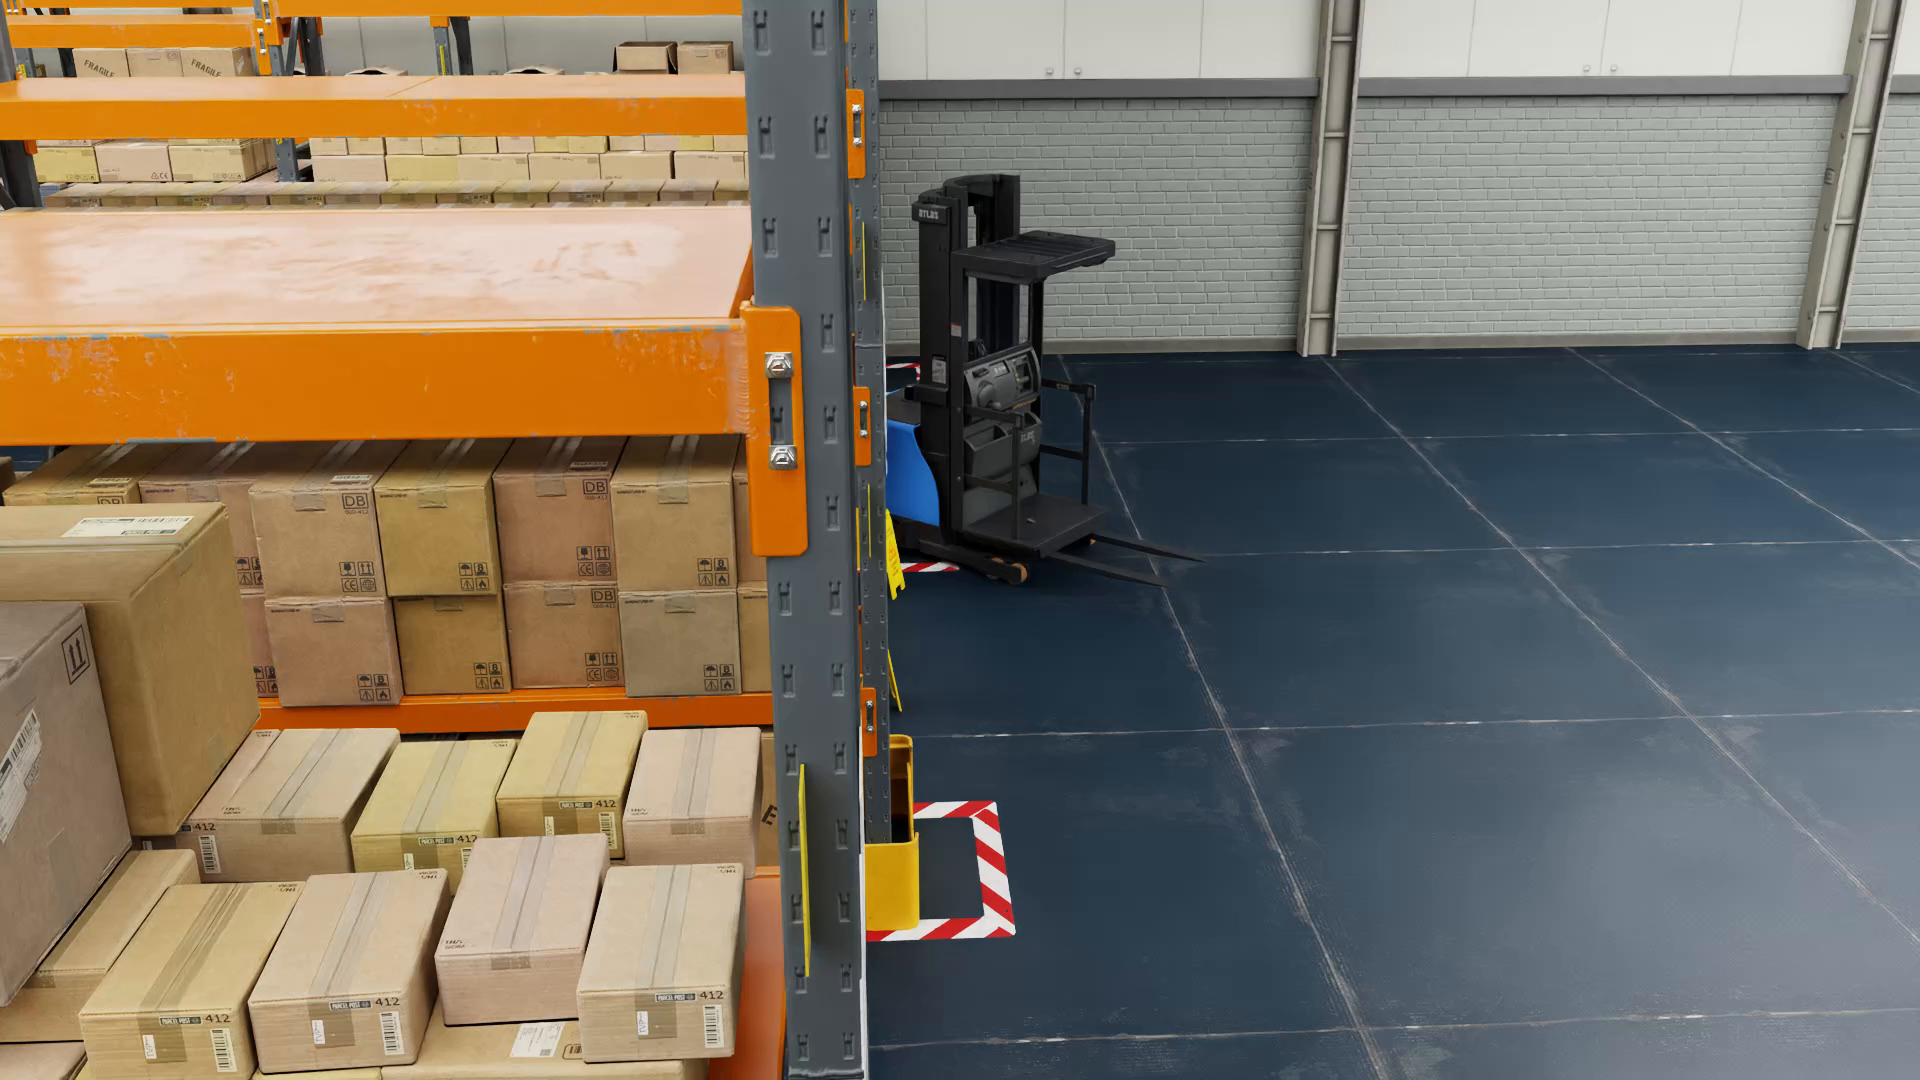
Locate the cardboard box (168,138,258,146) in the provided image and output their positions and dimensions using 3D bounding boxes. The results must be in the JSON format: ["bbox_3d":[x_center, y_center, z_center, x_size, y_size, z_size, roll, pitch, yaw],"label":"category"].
[{"bbox_3d":[-5.384,-3.010,12.013,0.500,0.250,0.500,-1,21,-2],"label":"cardboard box"}]

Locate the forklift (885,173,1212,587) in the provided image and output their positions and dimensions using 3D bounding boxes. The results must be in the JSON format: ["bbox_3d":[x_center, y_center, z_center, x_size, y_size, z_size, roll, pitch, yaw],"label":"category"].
[{"bbox_3d":[0.501,-1.238,12.753,3.031,2.935,1.130,15,25,34],"label":"forklift"}]

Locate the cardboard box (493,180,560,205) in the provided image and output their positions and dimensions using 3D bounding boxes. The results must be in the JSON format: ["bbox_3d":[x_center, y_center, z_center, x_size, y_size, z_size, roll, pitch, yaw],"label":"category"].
[{"bbox_3d":[-2.056,-1.611,7.922,0.250,0.149,0.380,-1,21,-4],"label":"cardboard box"}]

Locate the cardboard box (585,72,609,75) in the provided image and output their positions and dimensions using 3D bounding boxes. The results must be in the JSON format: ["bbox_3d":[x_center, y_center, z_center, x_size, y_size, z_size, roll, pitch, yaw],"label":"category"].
[{"bbox_3d":[-3.600,-4.573,16.658,0.258,0.266,0.396,-2,21,-4],"label":"cardboard box"}]

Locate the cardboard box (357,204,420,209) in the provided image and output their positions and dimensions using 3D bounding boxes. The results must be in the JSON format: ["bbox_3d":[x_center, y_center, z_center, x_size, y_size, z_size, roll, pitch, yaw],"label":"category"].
[{"bbox_3d":[-2.527,-1.366,7.280,0.250,0.149,0.380,-1,21,-3],"label":"cardboard box"}]

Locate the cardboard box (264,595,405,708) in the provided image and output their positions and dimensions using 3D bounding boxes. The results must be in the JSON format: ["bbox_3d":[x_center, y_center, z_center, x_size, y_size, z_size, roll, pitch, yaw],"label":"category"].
[{"bbox_3d":[-2.968,0.381,8.194,0.550,0.550,0.875,-1,21,-3],"label":"cardboard box"}]

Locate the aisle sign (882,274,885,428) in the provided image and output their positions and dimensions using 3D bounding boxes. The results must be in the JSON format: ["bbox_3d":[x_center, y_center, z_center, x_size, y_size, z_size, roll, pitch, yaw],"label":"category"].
[{"bbox_3d":[-0.382,-0.953,8.255,0.004,0.787,0.394,-1,21,-3],"label":"aisle sign"}]

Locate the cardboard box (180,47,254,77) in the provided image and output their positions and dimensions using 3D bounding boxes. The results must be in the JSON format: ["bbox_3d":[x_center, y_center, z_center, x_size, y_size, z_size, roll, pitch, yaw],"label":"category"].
[{"bbox_3d":[-7.340,-4.627,16.472,0.500,0.500,0.500,-1,21,-2],"label":"cardboard box"}]

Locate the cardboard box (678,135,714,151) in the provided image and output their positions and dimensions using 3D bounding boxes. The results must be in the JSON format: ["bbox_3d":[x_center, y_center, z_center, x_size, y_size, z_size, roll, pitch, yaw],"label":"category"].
[{"bbox_3d":[-1.909,-2.942,12.148,0.250,0.149,0.380,-1,21,-3],"label":"cardboard box"}]

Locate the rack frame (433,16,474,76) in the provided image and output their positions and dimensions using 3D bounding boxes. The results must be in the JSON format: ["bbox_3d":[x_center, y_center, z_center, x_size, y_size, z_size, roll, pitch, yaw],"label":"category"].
[{"bbox_3d":[-5.099,-5.872,16.397,0.127,3.000,1.000,-1,21,-3],"label":"rack frame"}]

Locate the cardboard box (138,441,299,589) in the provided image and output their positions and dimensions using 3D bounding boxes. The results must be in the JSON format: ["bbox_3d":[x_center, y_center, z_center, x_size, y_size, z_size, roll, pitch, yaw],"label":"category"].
[{"bbox_3d":[-3.516,-0.171,8.127,0.550,0.550,0.875,-1,21,-3],"label":"cardboard box"}]

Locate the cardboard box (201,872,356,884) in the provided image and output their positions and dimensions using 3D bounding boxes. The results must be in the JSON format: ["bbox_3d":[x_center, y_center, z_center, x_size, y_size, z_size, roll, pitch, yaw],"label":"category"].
[{"bbox_3d":[-1.263,0.733,3.475,0.500,0.250,0.500,-2,21,-4],"label":"cardboard box"}]

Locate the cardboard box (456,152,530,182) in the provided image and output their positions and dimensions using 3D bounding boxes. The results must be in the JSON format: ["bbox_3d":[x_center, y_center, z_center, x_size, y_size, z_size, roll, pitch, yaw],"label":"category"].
[{"bbox_3d":[-3.342,-2.707,12.092,0.500,0.250,0.500,-1,21,-3],"label":"cardboard box"}]

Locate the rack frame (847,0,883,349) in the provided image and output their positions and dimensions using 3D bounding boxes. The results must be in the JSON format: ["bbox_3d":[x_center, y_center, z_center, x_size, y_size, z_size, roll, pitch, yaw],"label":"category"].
[{"bbox_3d":[-0.435,-2.434,7.366,0.127,3.000,1.000,-1,21,-3],"label":"rack frame"}]

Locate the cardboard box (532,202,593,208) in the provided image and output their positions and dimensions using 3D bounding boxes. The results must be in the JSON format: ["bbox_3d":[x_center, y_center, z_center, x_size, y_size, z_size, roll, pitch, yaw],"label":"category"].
[{"bbox_3d":[-1.765,-1.382,7.322,0.250,0.149,0.380,-1,21,-3],"label":"cardboard box"}]

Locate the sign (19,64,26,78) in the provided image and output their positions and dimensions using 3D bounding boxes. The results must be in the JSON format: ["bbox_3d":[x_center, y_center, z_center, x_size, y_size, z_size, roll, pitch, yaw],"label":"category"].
[{"bbox_3d":[-9.064,-4.438,16.119,0.005,0.325,0.100,-1,21,-3],"label":"sign"}]

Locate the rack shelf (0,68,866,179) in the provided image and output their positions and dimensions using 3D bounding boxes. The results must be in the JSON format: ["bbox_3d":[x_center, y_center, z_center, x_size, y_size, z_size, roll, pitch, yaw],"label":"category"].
[{"bbox_3d":[-2.432,-1.870,7.458,4.000,0.370,1.077,-1,21,-3],"label":"rack shelf"}]

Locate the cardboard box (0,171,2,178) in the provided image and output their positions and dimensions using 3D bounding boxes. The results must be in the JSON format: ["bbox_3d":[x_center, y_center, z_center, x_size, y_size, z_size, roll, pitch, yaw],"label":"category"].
[{"bbox_3d":[-7.285,-2.715,12.176,0.637,0.503,0.797,-1,21,-3],"label":"cardboard box"}]

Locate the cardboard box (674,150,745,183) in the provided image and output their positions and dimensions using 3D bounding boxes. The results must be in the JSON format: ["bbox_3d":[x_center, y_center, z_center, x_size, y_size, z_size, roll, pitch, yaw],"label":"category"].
[{"bbox_3d":[-1.818,-2.746,12.195,0.500,0.250,0.500,-1,21,-4],"label":"cardboard box"}]

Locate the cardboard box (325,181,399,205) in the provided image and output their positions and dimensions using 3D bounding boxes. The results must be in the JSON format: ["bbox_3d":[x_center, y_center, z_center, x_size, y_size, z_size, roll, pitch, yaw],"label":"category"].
[{"bbox_3d":[-2.822,-1.595,7.880,0.250,0.149,0.380,-1,21,-4],"label":"cardboard box"}]

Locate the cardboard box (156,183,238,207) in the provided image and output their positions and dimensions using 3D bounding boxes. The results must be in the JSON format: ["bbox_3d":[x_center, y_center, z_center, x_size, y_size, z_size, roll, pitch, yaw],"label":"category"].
[{"bbox_3d":[-3.579,-1.579,7.840,0.250,0.149,0.380,-1,21,-3],"label":"cardboard box"}]

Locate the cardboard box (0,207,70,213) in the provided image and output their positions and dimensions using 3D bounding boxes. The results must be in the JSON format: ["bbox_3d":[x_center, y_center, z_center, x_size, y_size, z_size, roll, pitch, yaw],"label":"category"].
[{"bbox_3d":[-4.046,-1.335,7.199,0.250,0.149,0.380,-1,21,-3],"label":"cardboard box"}]

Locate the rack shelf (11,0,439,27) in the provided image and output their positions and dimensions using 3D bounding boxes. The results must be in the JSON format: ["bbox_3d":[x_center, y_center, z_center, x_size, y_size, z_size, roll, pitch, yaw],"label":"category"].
[{"bbox_3d":[-7.096,-5.308,16.489,4.000,0.370,1.077,-1,21,-3],"label":"rack shelf"}]

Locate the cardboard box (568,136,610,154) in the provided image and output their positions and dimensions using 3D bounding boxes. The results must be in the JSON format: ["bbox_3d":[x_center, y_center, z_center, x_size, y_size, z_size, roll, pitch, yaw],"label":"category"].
[{"bbox_3d":[-2.669,-2.889,12.009,0.250,0.149,0.380,-1,21,-2],"label":"cardboard box"}]

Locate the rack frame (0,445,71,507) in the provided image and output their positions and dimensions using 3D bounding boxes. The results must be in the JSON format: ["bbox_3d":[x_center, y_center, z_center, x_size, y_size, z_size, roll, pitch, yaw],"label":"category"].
[{"bbox_3d":[-4.429,0.451,8.220,0.127,3.000,1.000,-1,21,-3],"label":"rack frame"}]

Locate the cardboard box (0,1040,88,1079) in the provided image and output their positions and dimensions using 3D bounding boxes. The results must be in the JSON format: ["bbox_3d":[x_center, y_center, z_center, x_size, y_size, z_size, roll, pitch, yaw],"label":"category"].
[{"bbox_3d":[-1.730,0.921,2.982,0.500,0.250,0.500,-1,21,-2],"label":"cardboard box"}]

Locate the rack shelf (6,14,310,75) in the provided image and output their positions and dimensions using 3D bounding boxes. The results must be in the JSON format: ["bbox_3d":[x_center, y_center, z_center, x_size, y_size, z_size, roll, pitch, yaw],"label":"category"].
[{"bbox_3d":[-6.809,-3.545,11.858,4.000,0.370,1.077,-1,21,-3],"label":"rack shelf"}]

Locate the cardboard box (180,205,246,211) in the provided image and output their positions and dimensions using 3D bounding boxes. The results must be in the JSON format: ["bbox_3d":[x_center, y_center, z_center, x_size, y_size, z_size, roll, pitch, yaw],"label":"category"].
[{"bbox_3d":[-3.285,-1.351,7.241,0.250,0.149,0.380,-1,21,-4],"label":"cardboard box"}]

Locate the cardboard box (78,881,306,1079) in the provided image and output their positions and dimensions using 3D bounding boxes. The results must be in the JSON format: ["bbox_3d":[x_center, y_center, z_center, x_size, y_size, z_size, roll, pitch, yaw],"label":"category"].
[{"bbox_3d":[-1.295,0.754,2.859,0.250,0.149,0.380,-1,21,-3],"label":"cardboard box"}]

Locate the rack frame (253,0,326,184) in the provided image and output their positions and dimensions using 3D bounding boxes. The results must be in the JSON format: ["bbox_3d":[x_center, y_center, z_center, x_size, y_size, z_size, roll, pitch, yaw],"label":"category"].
[{"bbox_3d":[-4.812,-4.109,11.766,0.127,3.000,1.000,-1,21,-3],"label":"rack frame"}]

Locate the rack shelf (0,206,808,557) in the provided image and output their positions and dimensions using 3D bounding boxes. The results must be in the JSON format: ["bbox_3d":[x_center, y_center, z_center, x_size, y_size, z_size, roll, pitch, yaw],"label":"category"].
[{"bbox_3d":[-2.250,-0.291,2.755,4.000,0.370,1.077,-1,21,-3],"label":"rack shelf"}]

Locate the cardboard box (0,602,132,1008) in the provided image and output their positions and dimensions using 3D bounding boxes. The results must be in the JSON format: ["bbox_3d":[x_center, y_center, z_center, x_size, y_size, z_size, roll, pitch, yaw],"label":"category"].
[{"bbox_3d":[-1.786,0.434,2.788,0.500,0.500,0.500,-1,21,-3],"label":"cardboard box"}]

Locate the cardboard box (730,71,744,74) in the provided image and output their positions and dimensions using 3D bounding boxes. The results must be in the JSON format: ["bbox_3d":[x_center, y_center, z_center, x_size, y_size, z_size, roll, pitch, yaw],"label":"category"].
[{"bbox_3d":[-2.169,-4.602,16.734,0.258,0.266,0.396,-1,21,-3],"label":"cardboard box"}]

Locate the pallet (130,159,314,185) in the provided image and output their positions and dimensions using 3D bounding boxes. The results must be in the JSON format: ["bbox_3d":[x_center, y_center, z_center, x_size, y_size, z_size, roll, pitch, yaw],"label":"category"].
[{"bbox_3d":[-5.435,-2.644,12.399,1.003,0.211,1.213,-1,21,-3],"label":"pallet"}]

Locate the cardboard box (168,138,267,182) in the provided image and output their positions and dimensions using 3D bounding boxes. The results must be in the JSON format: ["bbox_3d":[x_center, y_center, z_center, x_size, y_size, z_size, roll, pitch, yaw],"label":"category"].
[{"bbox_3d":[-5.387,-2.770,12.085,0.500,0.250,0.500,-2,21,-4],"label":"cardboard box"}]

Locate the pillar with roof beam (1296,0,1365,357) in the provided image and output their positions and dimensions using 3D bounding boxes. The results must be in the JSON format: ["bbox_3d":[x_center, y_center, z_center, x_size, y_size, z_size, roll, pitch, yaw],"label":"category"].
[{"bbox_3d":[4.383,-4.852,13.717,0.400,9.000,9.100,-1,21,-3],"label":"pillar with roof beam"}]

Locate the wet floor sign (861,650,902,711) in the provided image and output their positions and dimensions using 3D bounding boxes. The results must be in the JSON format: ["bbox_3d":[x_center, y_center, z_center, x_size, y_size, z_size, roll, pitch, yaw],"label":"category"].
[{"bbox_3d":[-0.520,0.766,10.701,0.232,0.644,0.267,-5,21,-12],"label":"wet floor sign"}]

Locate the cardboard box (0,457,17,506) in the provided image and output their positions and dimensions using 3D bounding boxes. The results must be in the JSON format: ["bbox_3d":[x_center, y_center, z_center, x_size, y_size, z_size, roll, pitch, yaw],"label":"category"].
[{"bbox_3d":[-4.924,-0.051,7.992,0.500,0.500,0.700,-2,21,-4],"label":"cardboard box"}]

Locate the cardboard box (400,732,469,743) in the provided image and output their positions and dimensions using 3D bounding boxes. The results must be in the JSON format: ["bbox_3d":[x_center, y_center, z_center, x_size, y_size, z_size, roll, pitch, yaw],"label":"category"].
[{"bbox_3d":[-2.897,1.240,8.543,0.875,0.875,0.875,-1,21,-3],"label":"cardboard box"}]

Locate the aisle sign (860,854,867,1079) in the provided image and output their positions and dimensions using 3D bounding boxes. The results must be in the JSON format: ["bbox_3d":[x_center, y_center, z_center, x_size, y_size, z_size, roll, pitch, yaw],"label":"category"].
[{"bbox_3d":[-0.174,1.024,3.061,0.004,0.787,0.394,-1,21,-3],"label":"aisle sign"}]

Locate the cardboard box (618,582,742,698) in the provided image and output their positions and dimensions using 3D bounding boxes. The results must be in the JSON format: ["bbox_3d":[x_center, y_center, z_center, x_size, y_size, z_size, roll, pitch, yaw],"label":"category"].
[{"bbox_3d":[-1.351,0.342,8.295,0.550,0.550,0.875,-1,21,-3],"label":"cardboard box"}]

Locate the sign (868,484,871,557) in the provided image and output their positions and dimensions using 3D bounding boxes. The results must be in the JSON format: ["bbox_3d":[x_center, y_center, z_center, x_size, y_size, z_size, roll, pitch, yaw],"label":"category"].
[{"bbox_3d":[-0.418,-0.089,7.678,0.005,0.325,0.100,-1,21,-3],"label":"sign"}]

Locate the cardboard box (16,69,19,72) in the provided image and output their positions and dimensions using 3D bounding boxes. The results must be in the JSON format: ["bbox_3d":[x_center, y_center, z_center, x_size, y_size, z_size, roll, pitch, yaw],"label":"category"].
[{"bbox_3d":[-9.419,-4.532,16.326,0.250,0.149,0.380,0,21,-1],"label":"cardboard box"}]

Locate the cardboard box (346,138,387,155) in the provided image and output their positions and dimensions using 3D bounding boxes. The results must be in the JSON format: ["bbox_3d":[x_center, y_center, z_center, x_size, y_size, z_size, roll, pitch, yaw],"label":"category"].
[{"bbox_3d":[-4.221,-2.868,11.956,0.250,0.149,0.380,-1,21,-1],"label":"cardboard box"}]

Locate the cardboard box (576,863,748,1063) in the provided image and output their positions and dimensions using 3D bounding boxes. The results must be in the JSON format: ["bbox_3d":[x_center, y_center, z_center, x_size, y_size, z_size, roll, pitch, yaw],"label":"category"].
[{"bbox_3d":[-0.513,0.732,2.916,0.250,0.149,0.380,-1,21,-3],"label":"cardboard box"}]

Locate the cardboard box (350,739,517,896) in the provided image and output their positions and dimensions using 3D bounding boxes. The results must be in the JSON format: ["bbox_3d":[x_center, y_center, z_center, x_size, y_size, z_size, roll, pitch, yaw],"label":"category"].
[{"bbox_3d":[-1.051,0.559,3.371,0.250,0.149,0.380,-2,21,-4],"label":"cardboard box"}]

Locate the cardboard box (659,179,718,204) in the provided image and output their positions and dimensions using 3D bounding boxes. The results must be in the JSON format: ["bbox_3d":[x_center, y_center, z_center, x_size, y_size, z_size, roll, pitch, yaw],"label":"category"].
[{"bbox_3d":[-1.292,-1.626,7.963,0.250,0.149,0.380,-1,21,-4],"label":"cardboard box"}]

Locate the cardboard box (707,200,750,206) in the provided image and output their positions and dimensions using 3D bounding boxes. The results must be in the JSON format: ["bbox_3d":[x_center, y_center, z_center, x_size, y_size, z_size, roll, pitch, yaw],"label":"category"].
[{"bbox_3d":[-1.002,-1.398,7.363,0.250,0.149,0.380,-1,21,-3],"label":"cardboard box"}]

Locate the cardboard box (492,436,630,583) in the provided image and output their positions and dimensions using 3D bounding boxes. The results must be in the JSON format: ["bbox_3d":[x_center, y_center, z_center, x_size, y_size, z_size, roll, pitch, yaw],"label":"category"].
[{"bbox_3d":[-1.919,-0.204,8.212,0.550,0.550,0.875,-1,21,-3],"label":"cardboard box"}]

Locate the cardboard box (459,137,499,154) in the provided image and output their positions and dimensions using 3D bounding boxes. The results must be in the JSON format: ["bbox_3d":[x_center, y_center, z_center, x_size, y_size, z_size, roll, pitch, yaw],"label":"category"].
[{"bbox_3d":[-3.449,-2.889,12.011,0.250,0.149,0.380,-2,21,-5],"label":"cardboard box"}]
